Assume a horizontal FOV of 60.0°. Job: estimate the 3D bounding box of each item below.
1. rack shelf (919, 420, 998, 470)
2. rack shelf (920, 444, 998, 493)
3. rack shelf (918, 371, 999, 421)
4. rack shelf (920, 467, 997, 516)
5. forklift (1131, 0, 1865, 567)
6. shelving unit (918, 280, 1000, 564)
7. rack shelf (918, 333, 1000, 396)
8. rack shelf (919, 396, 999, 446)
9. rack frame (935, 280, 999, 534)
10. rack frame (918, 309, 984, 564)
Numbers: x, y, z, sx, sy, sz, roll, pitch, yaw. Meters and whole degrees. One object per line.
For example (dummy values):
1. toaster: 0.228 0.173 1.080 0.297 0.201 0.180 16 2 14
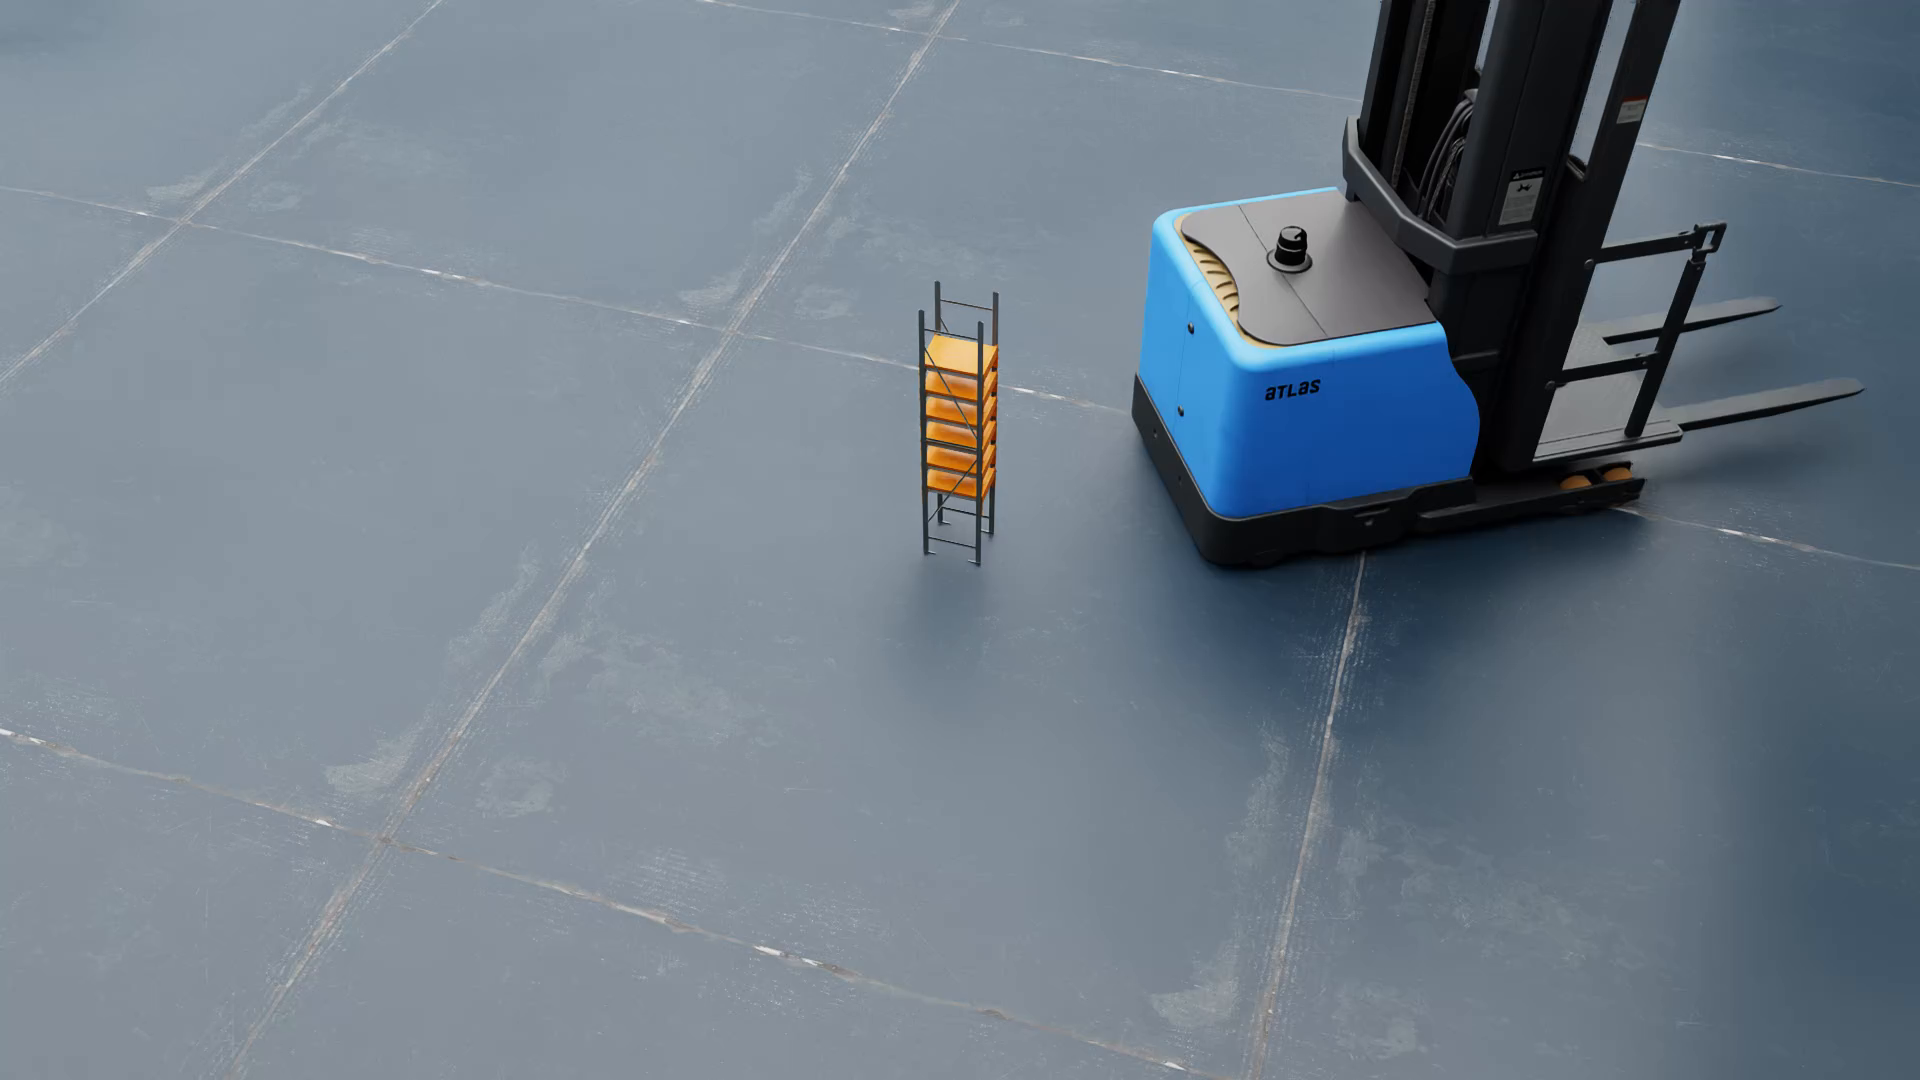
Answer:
1. rack shelf: -0.004 -0.387 6.352 0.258 0.103 0.180 13 46 12
2. rack shelf: -0.004 -0.302 6.436 0.258 0.103 0.180 13 46 12
3. rack shelf: -0.004 -0.559 6.184 0.258 0.103 0.180 13 46 12
4. rack shelf: -0.004 -0.216 6.519 0.258 0.103 0.180 13 46 12
5. forklift: 2.317 -1.500 6.187 3.031 2.935 1.130 -10 45 -10
6. shelving unit: -0.004 -0.419 6.321 0.258 1.200 0.189 13 46 12
7. rack shelf: -0.004 -0.645 6.100 0.258 0.103 0.180 13 46 12
8. rack shelf: -0.004 -0.473 6.268 0.258 0.103 0.180 13 46 12
9. rack frame: 0.023 -0.480 6.383 0.240 1.200 0.006 13 46 12
10. rack frame: -0.032 -0.358 6.258 0.240 1.200 0.006 13 46 12
